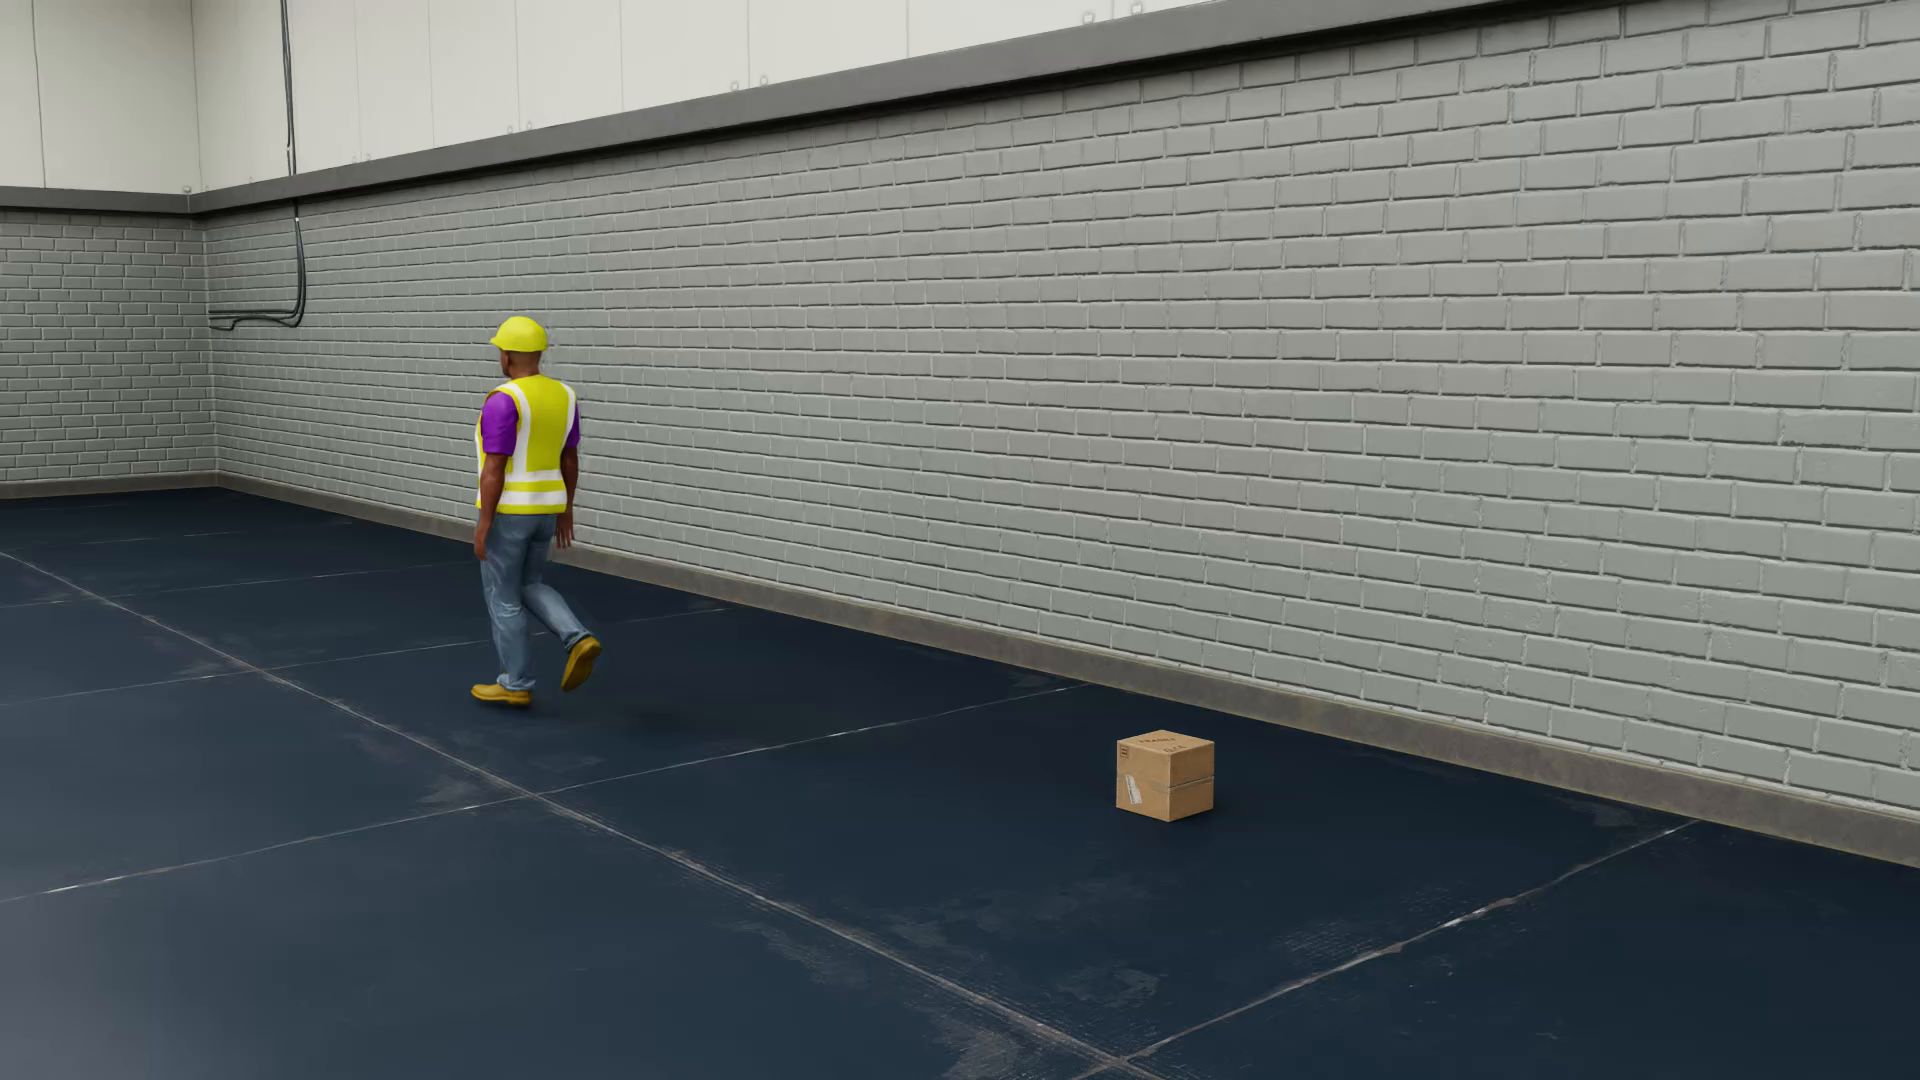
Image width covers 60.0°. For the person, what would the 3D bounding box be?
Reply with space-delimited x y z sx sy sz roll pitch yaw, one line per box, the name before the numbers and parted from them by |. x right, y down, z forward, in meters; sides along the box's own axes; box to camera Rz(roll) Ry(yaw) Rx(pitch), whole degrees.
person | -1.949 -0.126 7.508 0.606 1.756 0.571 4 8 26
